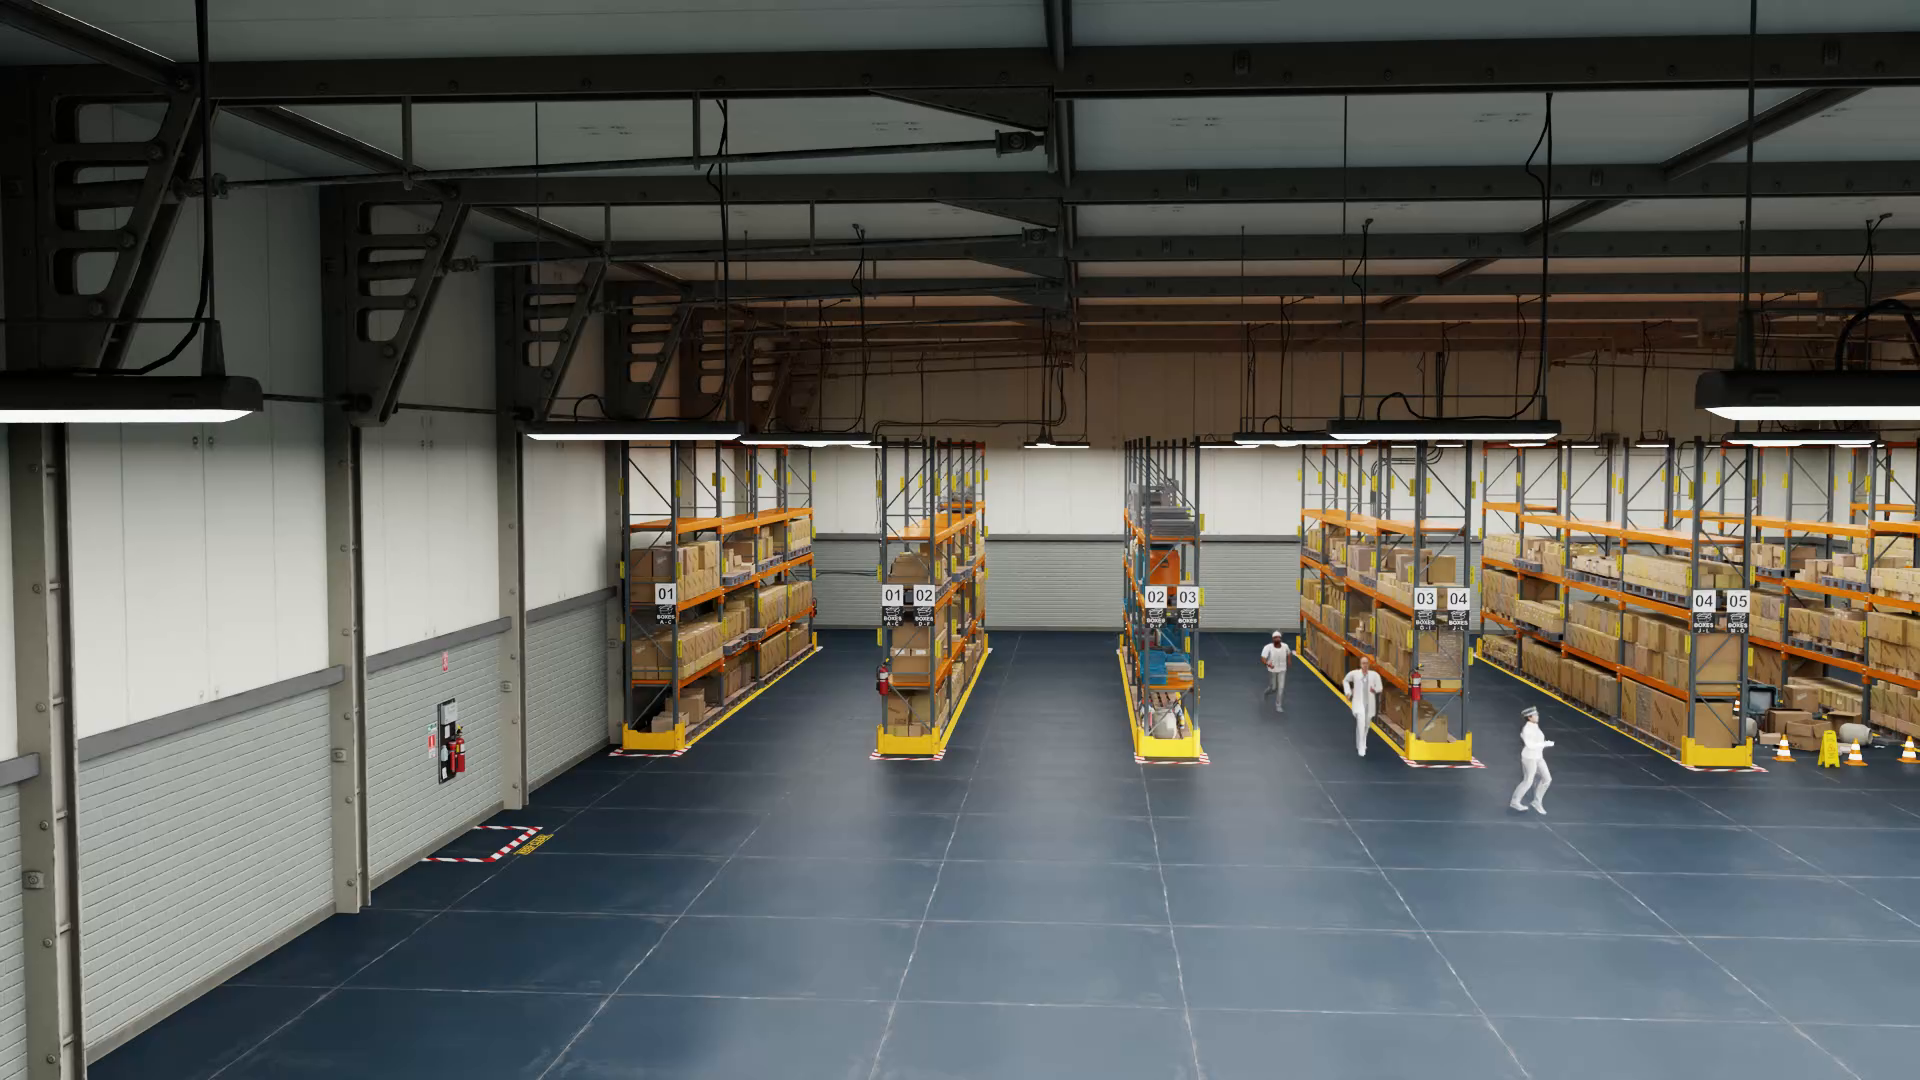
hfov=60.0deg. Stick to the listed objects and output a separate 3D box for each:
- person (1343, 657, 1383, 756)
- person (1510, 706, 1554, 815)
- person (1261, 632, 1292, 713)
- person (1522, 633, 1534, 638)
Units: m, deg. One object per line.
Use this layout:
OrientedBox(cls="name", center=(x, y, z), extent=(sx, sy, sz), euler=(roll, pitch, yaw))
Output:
OrientedBox(cls="person", center=(7.654, 3.139, 31.552), extent=(0.676, 1.836, 0.866), euler=(0, 3, -2))
OrientedBox(cls="person", center=(9.034, 3.475, 26.209), extent=(0.684, 1.734, 0.592), euler=(2, 4, 36))
OrientedBox(cls="person", center=(6.999, 2.892, 36.774), extent=(0.708, 1.760, 0.852), euler=(0, 3, -5))
OrientedBox(cls="person", center=(16.304, 2.315, 47.444), extent=(0.932, 1.768, 0.706), euler=(0, 3, -1))
